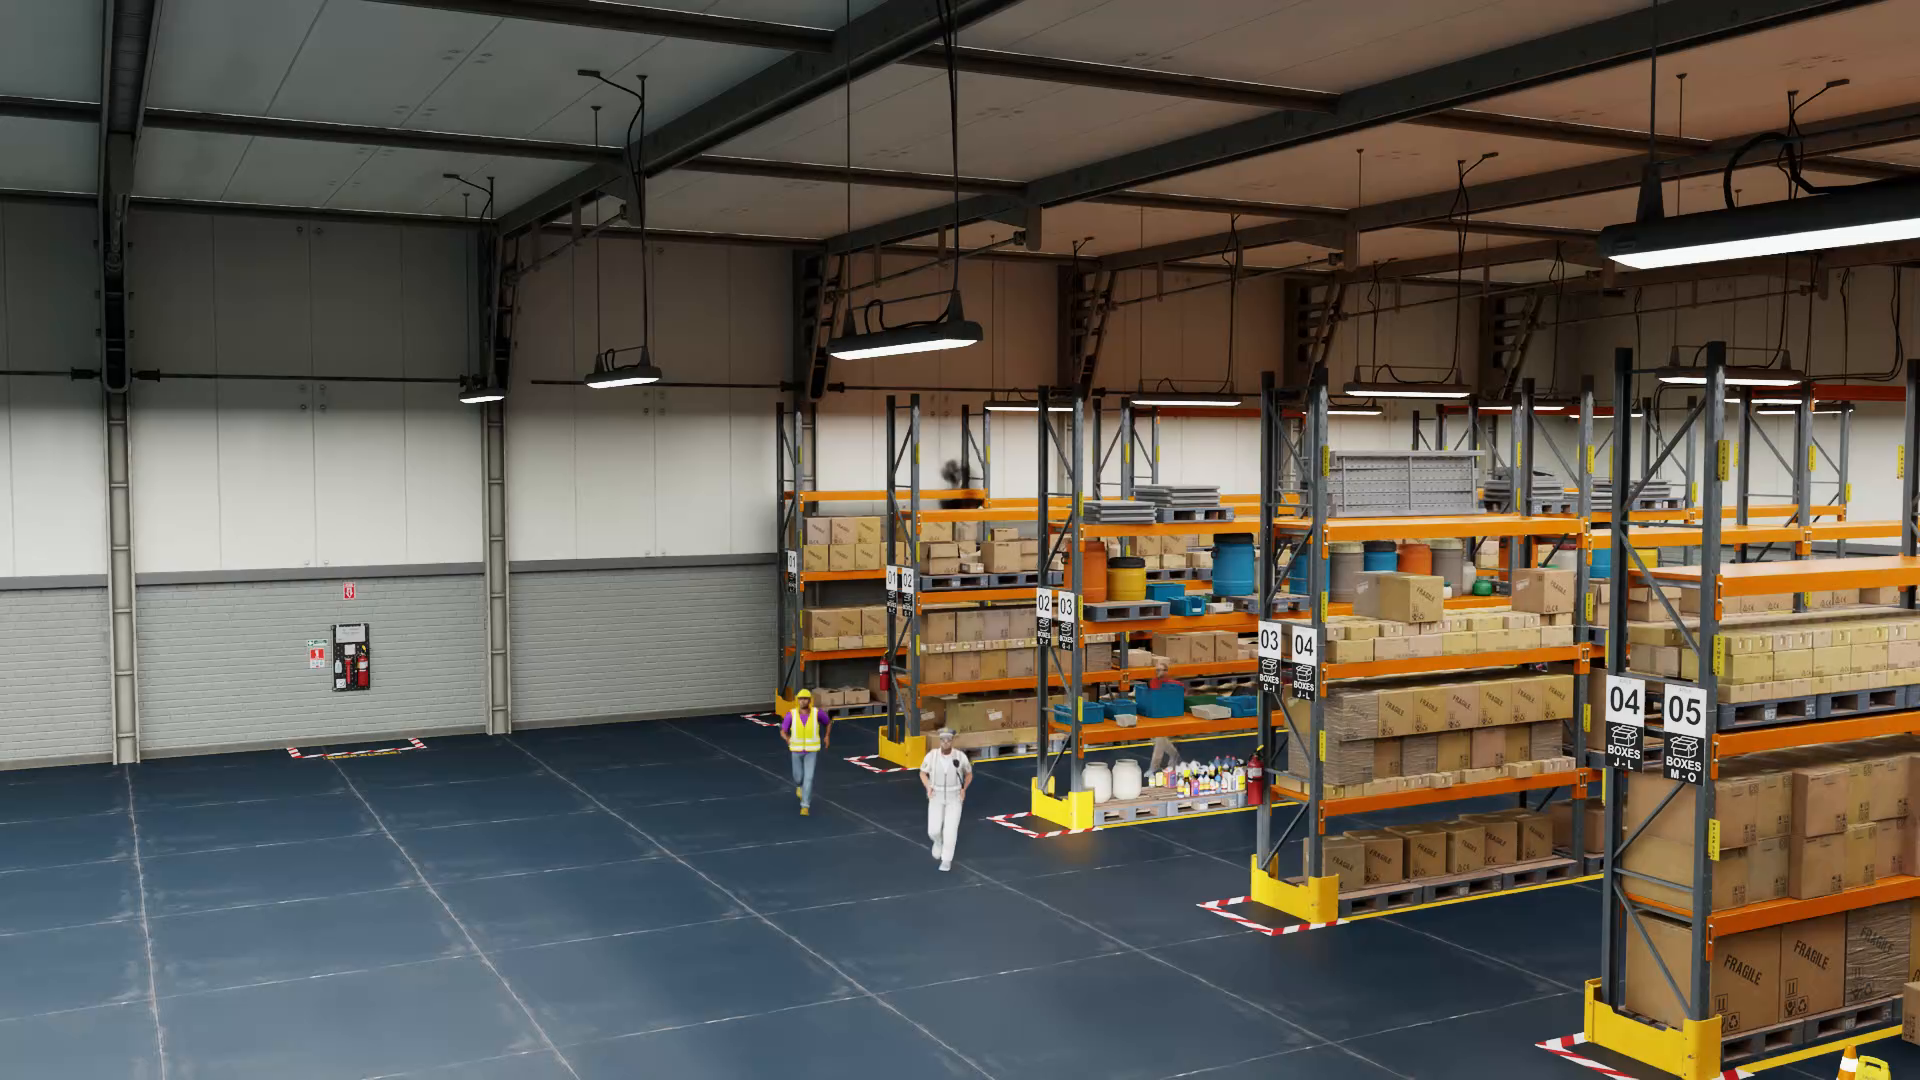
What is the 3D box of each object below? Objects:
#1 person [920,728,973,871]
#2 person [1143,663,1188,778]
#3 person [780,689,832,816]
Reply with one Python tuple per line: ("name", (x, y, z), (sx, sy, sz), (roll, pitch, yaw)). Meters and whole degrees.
("person", (-0.169, 3.144, 20.350), (0.649, 1.732, 0.595), (0, 3, 2))
("person", (3.173, 2.805, 26.160), (0.967, 1.732, 0.659), (-3, 4, -41))
("person", (-2.176, 2.969, 23.406), (0.714, 1.738, 1.006), (0, 3, -1))
